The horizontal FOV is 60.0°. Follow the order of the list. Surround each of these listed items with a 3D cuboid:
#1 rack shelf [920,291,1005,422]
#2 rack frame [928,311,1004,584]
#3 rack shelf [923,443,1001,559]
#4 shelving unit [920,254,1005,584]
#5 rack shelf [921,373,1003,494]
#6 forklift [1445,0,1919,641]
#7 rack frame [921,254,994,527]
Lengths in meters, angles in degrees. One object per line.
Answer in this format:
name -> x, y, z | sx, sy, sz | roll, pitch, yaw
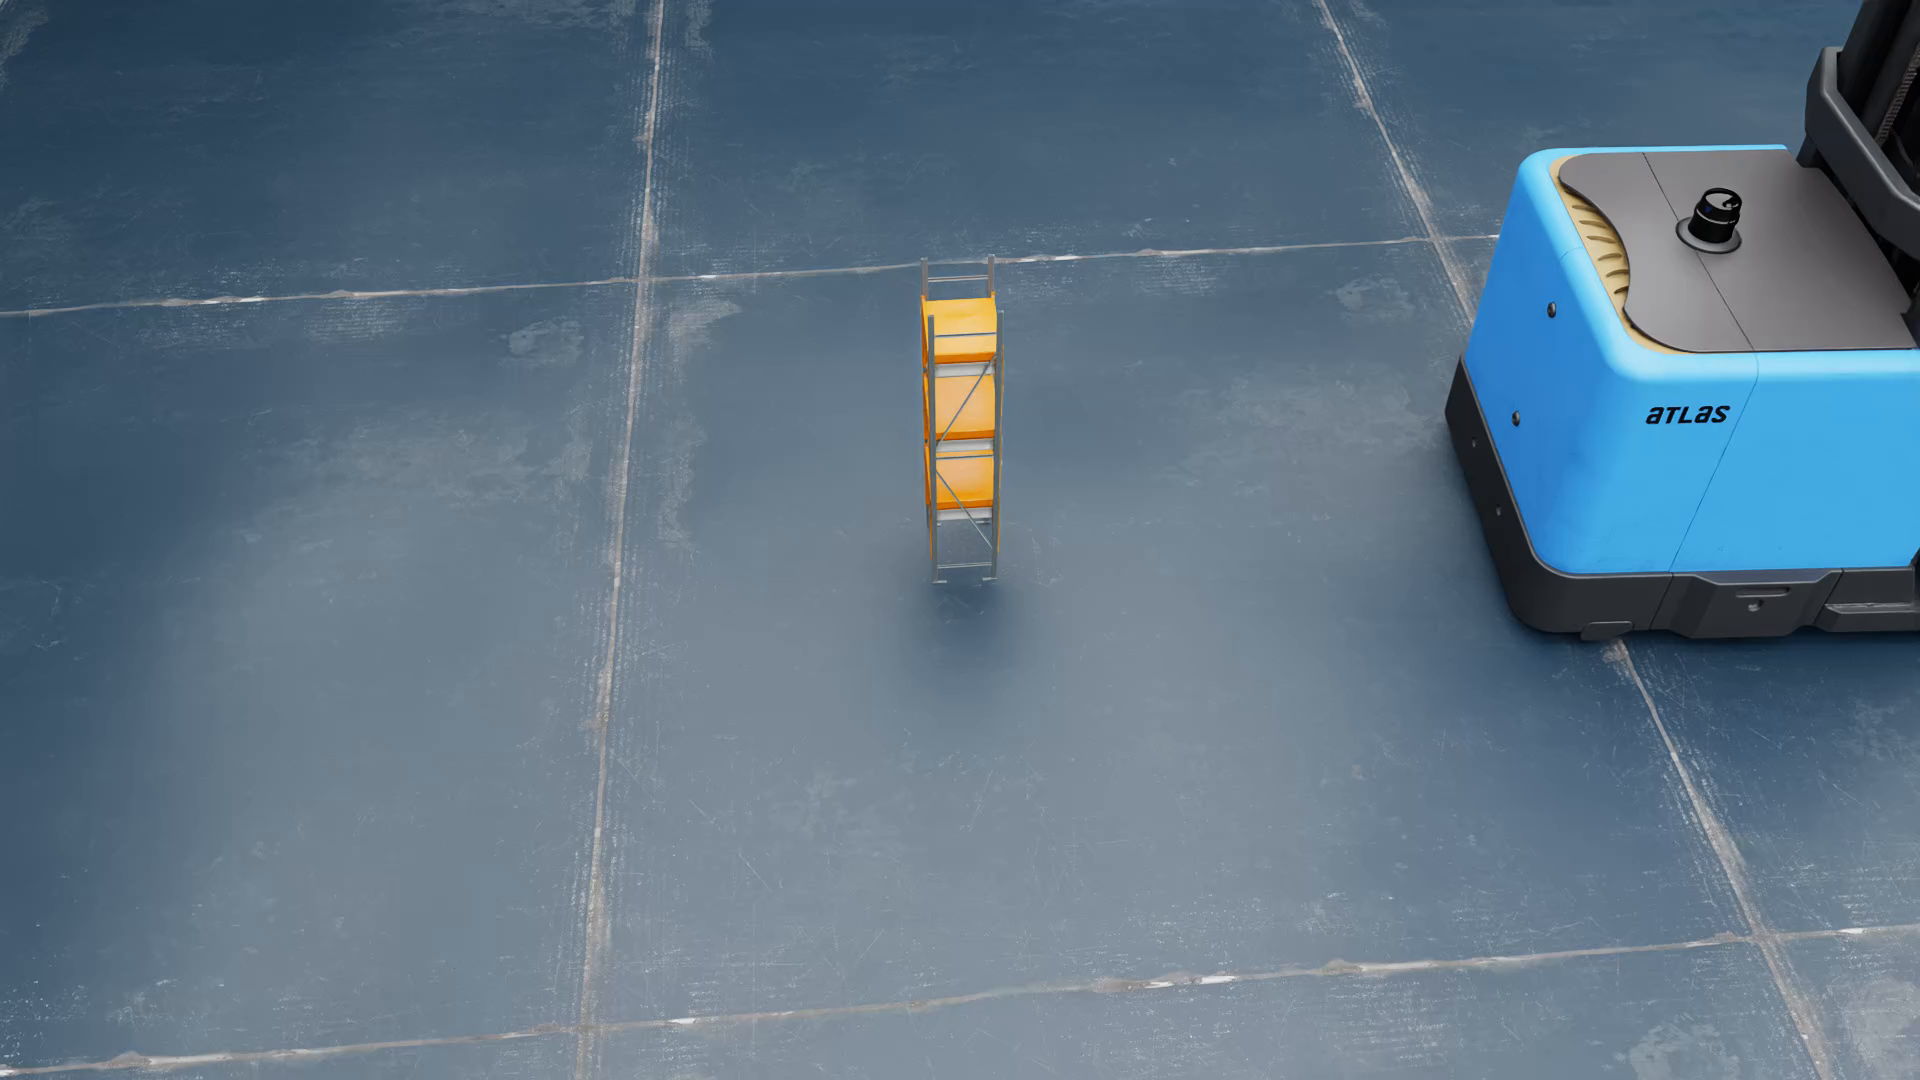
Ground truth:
rack shelf -> 0.004, -0.510, 4.634 | 0.215, 0.259, 0.240 | -3, 47, -3
rack frame -> 0.015, -0.234, 4.749 | 0.200, 1.050, 0.008 | -3, 47, -3
rack shelf -> 0.004, -0.124, 5.042 | 0.215, 0.259, 0.240 | -3, 47, -3
shelving unit -> 0.004, -0.322, 4.832 | 0.215, 1.050, 0.252 | -3, 47, -3
rack shelf -> 0.004, -0.315, 4.840 | 0.215, 0.259, 0.240 | -3, 47, -3
forklift -> 3.145, -1.101, 4.274 | 3.031, 2.935, 1.130 | -1, 47, -1
rack frame -> -0.006, -0.411, 4.916 | 0.200, 1.050, 0.008 | -3, 47, -3
